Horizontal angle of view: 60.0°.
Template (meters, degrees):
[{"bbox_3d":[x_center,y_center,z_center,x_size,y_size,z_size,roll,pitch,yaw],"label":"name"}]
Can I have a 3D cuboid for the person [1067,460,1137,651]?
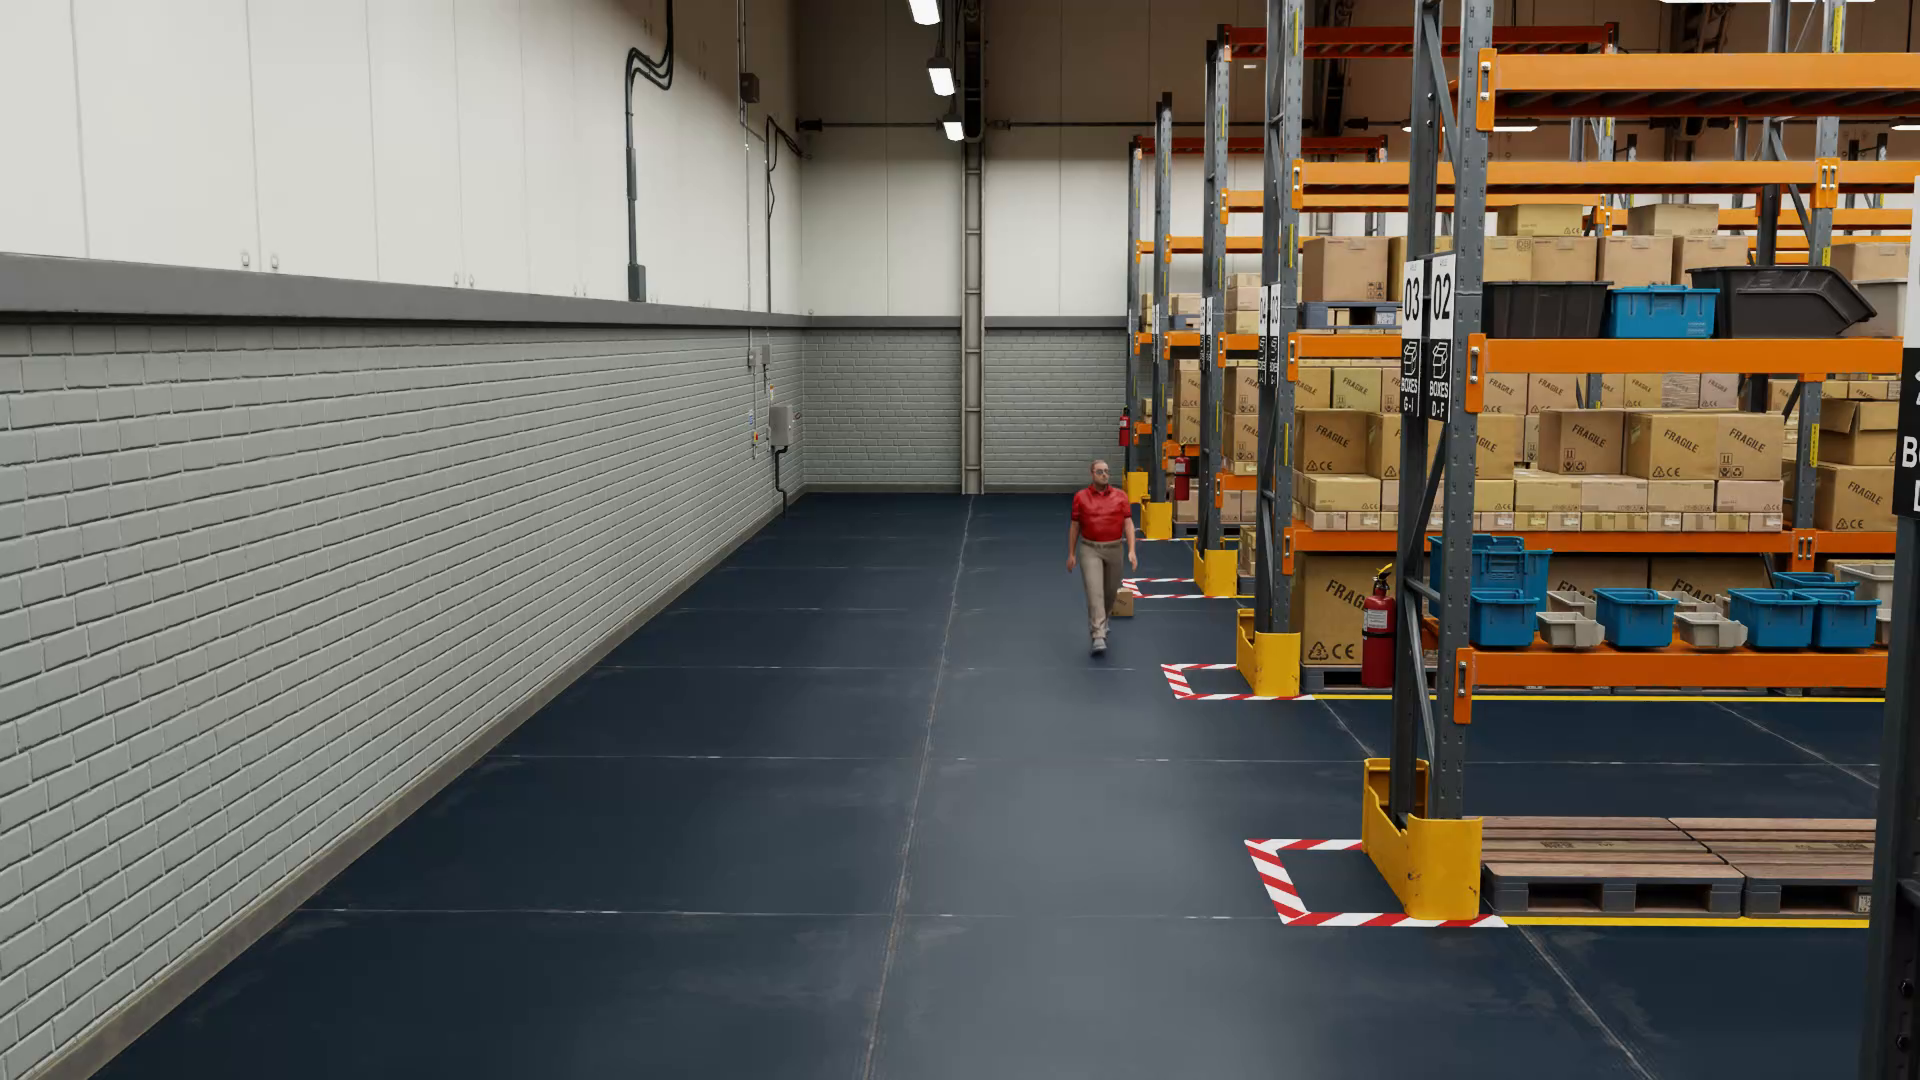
[{"bbox_3d":[1.285,0.119,14.935,0.568,1.668,1.086,-1,7,-10],"label":"person"}]
